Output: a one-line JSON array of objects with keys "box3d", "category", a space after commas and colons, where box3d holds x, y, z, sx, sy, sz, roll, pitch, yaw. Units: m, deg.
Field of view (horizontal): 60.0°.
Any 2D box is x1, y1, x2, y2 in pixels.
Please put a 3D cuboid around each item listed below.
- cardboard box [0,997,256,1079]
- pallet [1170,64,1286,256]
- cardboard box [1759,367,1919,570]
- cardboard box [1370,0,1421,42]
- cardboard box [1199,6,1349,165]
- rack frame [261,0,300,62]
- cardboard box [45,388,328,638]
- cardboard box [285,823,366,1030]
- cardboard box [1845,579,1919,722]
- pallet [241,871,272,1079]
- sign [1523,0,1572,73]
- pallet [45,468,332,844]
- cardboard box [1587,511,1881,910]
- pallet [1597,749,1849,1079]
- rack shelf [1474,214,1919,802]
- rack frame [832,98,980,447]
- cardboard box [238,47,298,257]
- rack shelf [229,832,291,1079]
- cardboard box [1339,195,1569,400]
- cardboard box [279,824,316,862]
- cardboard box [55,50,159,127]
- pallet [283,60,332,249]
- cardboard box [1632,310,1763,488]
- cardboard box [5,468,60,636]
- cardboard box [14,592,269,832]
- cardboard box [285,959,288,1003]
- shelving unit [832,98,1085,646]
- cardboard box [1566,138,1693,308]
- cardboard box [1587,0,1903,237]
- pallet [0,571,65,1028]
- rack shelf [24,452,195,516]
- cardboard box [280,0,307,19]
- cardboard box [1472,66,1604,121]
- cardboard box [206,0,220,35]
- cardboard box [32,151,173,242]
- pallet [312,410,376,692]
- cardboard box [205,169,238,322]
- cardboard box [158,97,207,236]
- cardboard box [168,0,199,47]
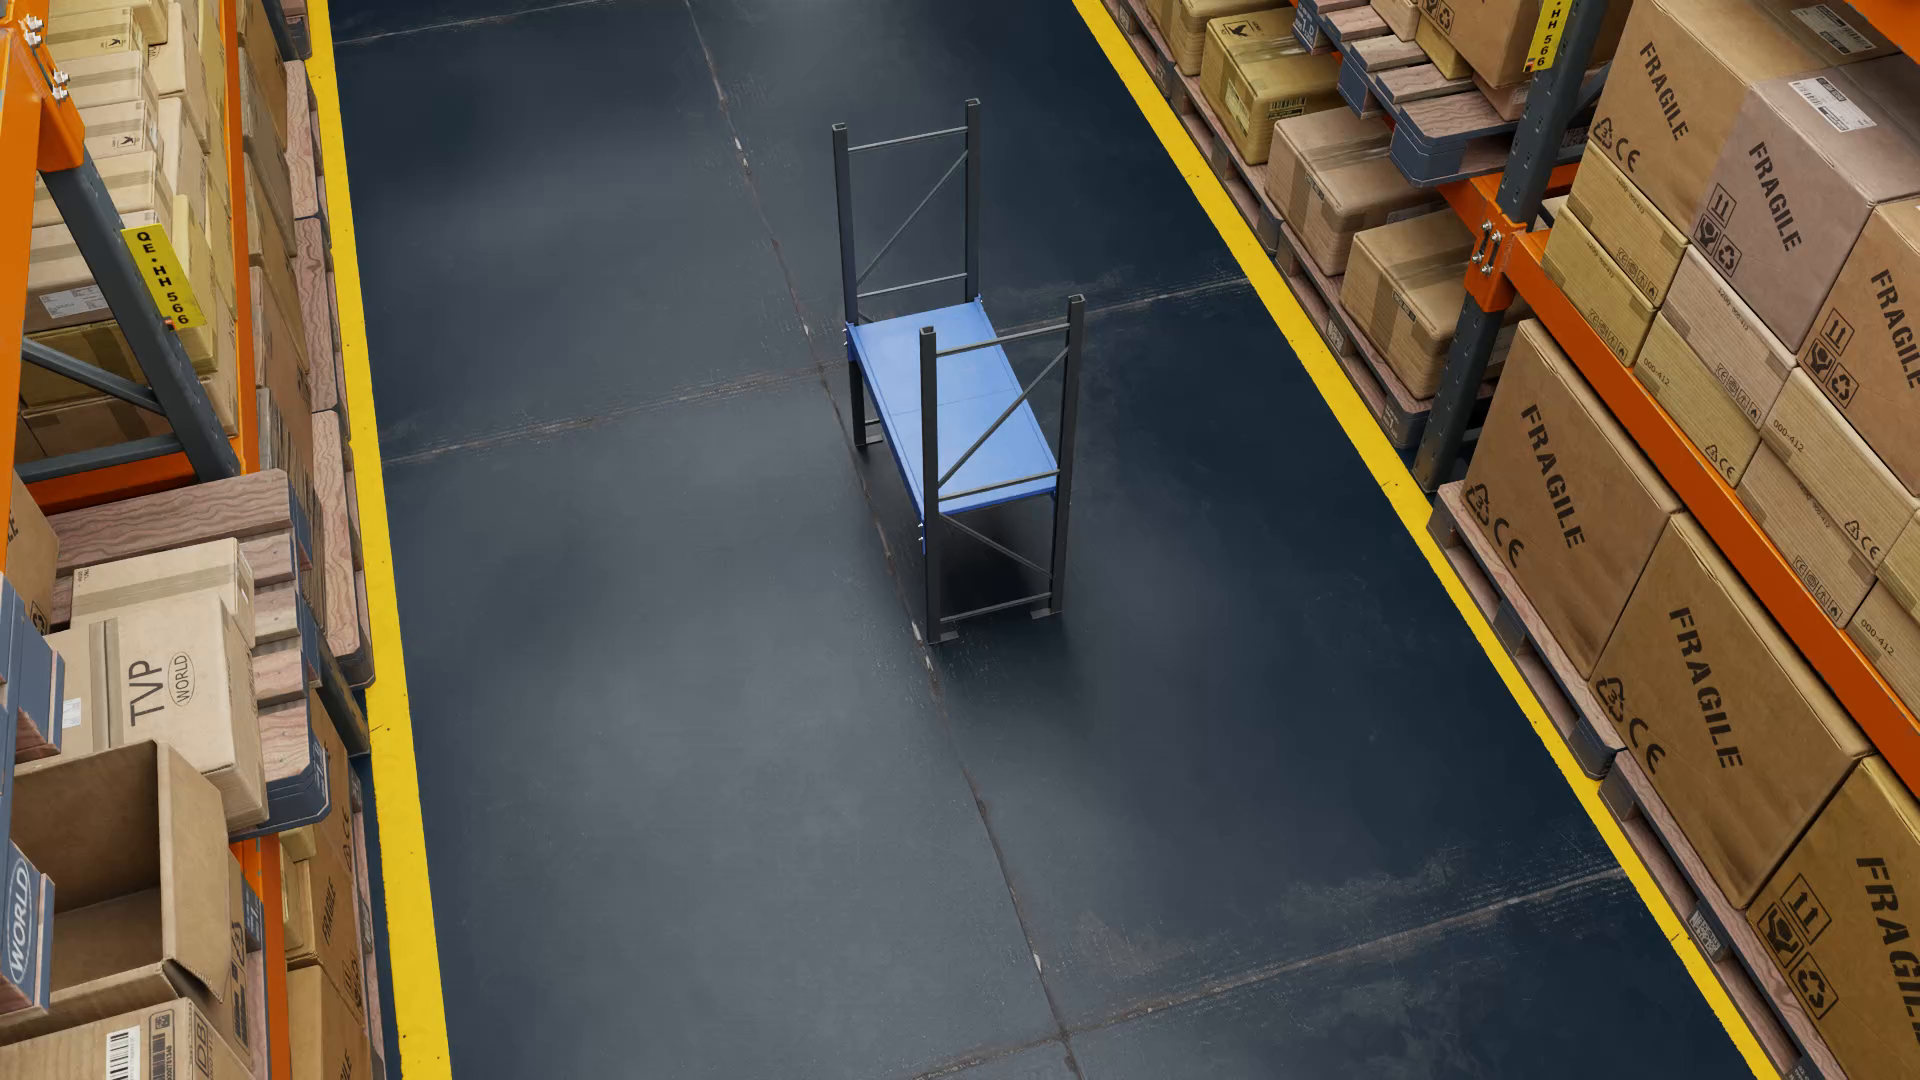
[{"box3d": [-1.624, 1.227, 2.913, 0.700, 0.500, 0.500, -14, 51, -11], "category": "cardboard box"}, {"box3d": [1.662, -1.858, 7.678, 1.003, 0.211, 1.213, -13, 51, -11], "category": "pallet"}, {"box3d": [2.450, -0.239, 4.260, 0.500, 0.250, 0.500, -13, 51, -11], "category": "cardboard box"}, {"box3d": [1.661, -1.890, 5.771, 0.380, 0.149, 0.250, -14, 51, -11], "category": "cardboard box"}, {"box3d": [1.646, -2.092, 7.496, 0.950, 0.372, 0.625, -12, 51, -10], "category": "cardboard box"}, {"box3d": [-3.675, -3.093, 6.895, 1.000, 3.000, 0.127, -13, 51, -11], "category": "rack frame"}, {"box3d": [-2.663, 0.000, 5.566, 0.875, 0.625, 0.625, -12, 51, -10], "category": "cardboard box"}, {"box3d": [-2.024, 1.127, 4.698, 0.500, 0.500, 0.500, -14, 51, -12], "category": "cardboard box"}, {"box3d": [2.621, 0.282, 4.149, 0.500, 0.250, 0.500, -13, 51, -11], "category": "cardboard box"}, {"box3d": [-1.912, 1.310, 3.309, 1.003, 0.211, 1.213, -13, 51, -11], "category": "pallet"}, {"box3d": [1.733, -1.514, 4.859, 0.100, 0.325, 0.005, -13, 51, -11], "category": "sign"}, {"box3d": [-2.224, 0.370, 4.102, 1.213, 0.211, 1.003, -13, 51, -11], "category": "pallet"}, {"box3d": [2.633, 0.429, 5.042, 0.875, 0.875, 0.875, -13, 51, -11], "category": "cardboard box"}, {"box3d": [2.767, 1.085, 5.197, 1.003, 0.211, 1.213, -13, 51, -11], "category": "pallet"}, {"box3d": [2.840, 0.396, 4.424, 1.077, 0.370, 4.000, -13, 51, -11], "category": "rack shelf"}, {"box3d": [-0.176, -0.917, 6.042, 0.500, 1.500, 0.032, -13, 51, -11], "category": "rack frame"}, {"box3d": [-3.288, -1.516, 6.844, 0.875, 0.625, 0.625, -14, 51, -11], "category": "cardboard box"}, {"box3d": [-1.901, 1.521, 3.476, 1.077, 0.370, 4.000, -13, 51, -11], "category": "rack shelf"}, {"box3d": [2.091, -1.000, 6.575, 0.950, 0.372, 0.625, -16, 52, -13], "category": "cardboard box"}, {"box3d": [-1.994, 0.786, 4.562, 0.380, 0.149, 0.250, -16, 52, -13], "category": "cardboard box"}, {"box3d": [-2.575, -1.277, 4.875, 0.380, 0.149, 0.250, -13, 51, -11], "category": "cardboard box"}, {"box3d": [-3.420, -1.665, 7.515, 1.003, 0.211, 1.213, -13, 51, -11], "category": "pallet"}, {"box3d": [2.322, -0.463, 4.776, 0.500, 0.250, 0.500, -15, 51, -12], "category": "cardboard box"}, {"box3d": [-2.489, 0.072, 3.887, 0.500, 0.500, 0.500, -11, 51, -9], "category": "cardboard box"}, {"box3d": [-1.871, 0.439, 3.741, 0.500, 0.250, 0.500, -15, 52, -13], "category": "cardboard box"}, {"box3d": [-1.923, 1.191, 4.220, 0.380, 0.149, 0.250, -12, 51, -10], "category": "cardboard box"}, {"box3d": [-0.025, -0.546, 5.729, 0.538, 1.500, 1.048, -13, 51, -11], "category": "shelving unit"}, {"box3d": [2.162, -0.983, 4.888, 0.500, 0.250, 0.500, -14, 51, -11], "category": "cardboard box"}, {"box3d": [2.161, -1.235, 4.610, 0.500, 0.500, 0.500, -15, 51, -12], "category": "cardboard box"}, {"box3d": [-1.745, 0.595, 1.947, 1.213, 0.211, 1.003, -13, 51, -11], "category": "pallet"}, {"box3d": [-3.083, -1.463, 5.864, 0.919, 0.124, 3.809, -13, 51, -11], "category": "rack shelf"}, {"box3d": [-3.502, -2.770, 8.147, 0.500, 0.250, 0.500, -13, 51, -11], "category": "cardboard box"}, {"box3d": [1.927, -1.537, 5.473, 0.380, 0.149, 0.250, -12, 51, -10], "category": "cardboard box"}, {"box3d": [-3.004, -2.000, 6.072, 0.500, 0.250, 0.500, -13, 51, -11], "category": "cardboard box"}, {"box3d": [-2.385, -0.907, 4.563, 0.380, 0.149, 0.250, -12, 51, -10], "category": "cardboard box"}, {"box3d": [-2.698, 0.117, 6.013, 1.003, 0.211, 1.213, -13, 51, -11], "category": "pallet"}, {"box3d": [-2.534, -0.871, 5.120, 0.500, 0.250, 0.500, -14, 51, -12], "category": "cardboard box"}, {"box3d": [-2.537, -1.029, 4.927, 0.500, 0.250, 0.500, -12, 51, -10], "category": "cardboard box"}, {"box3d": [-2.850, -1.783, 5.562, 0.500, 0.250, 0.500, -13, 51, -10], "category": "cardboard box"}]
